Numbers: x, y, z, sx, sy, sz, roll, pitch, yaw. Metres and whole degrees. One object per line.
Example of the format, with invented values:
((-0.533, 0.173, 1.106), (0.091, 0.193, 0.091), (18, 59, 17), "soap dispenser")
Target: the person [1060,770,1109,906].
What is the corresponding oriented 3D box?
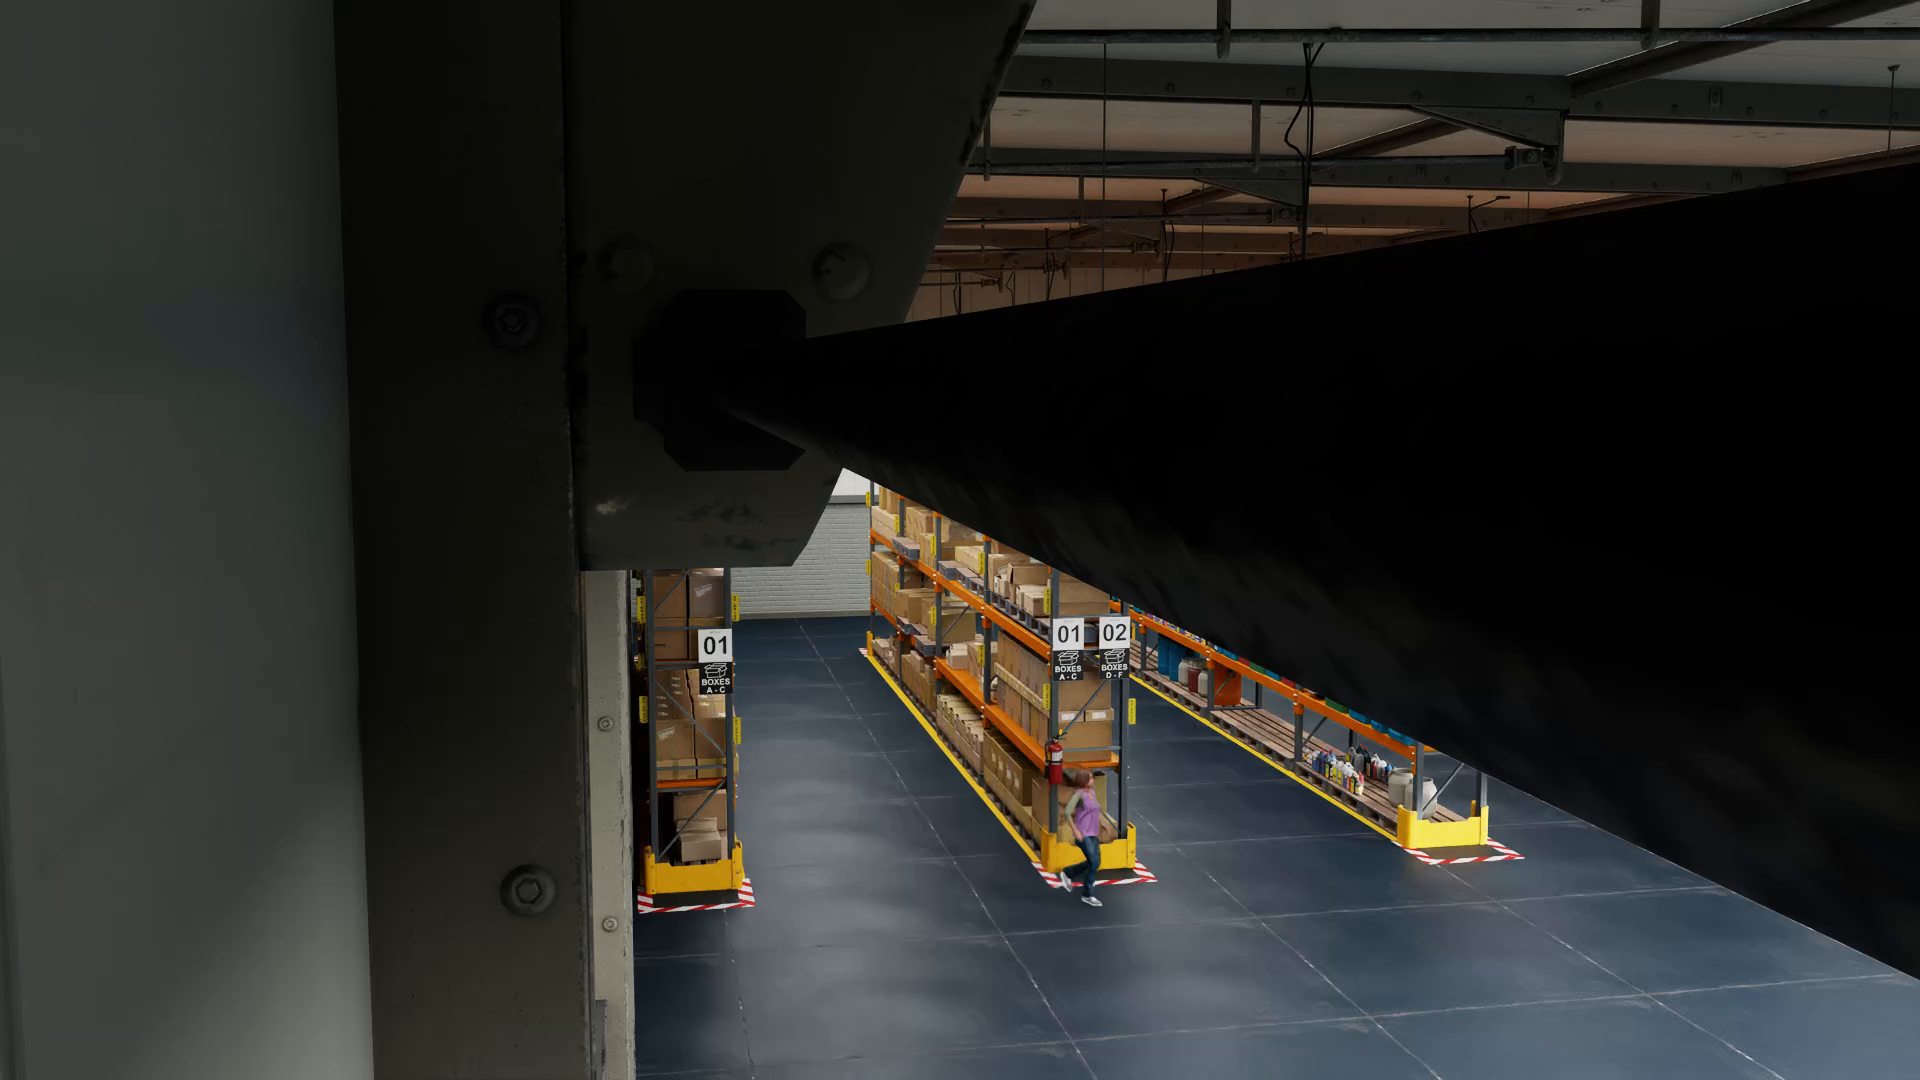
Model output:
((1.478, 3.517, 19.737), (0.592, 1.565, 0.594), (4, 7, 33), "person")
